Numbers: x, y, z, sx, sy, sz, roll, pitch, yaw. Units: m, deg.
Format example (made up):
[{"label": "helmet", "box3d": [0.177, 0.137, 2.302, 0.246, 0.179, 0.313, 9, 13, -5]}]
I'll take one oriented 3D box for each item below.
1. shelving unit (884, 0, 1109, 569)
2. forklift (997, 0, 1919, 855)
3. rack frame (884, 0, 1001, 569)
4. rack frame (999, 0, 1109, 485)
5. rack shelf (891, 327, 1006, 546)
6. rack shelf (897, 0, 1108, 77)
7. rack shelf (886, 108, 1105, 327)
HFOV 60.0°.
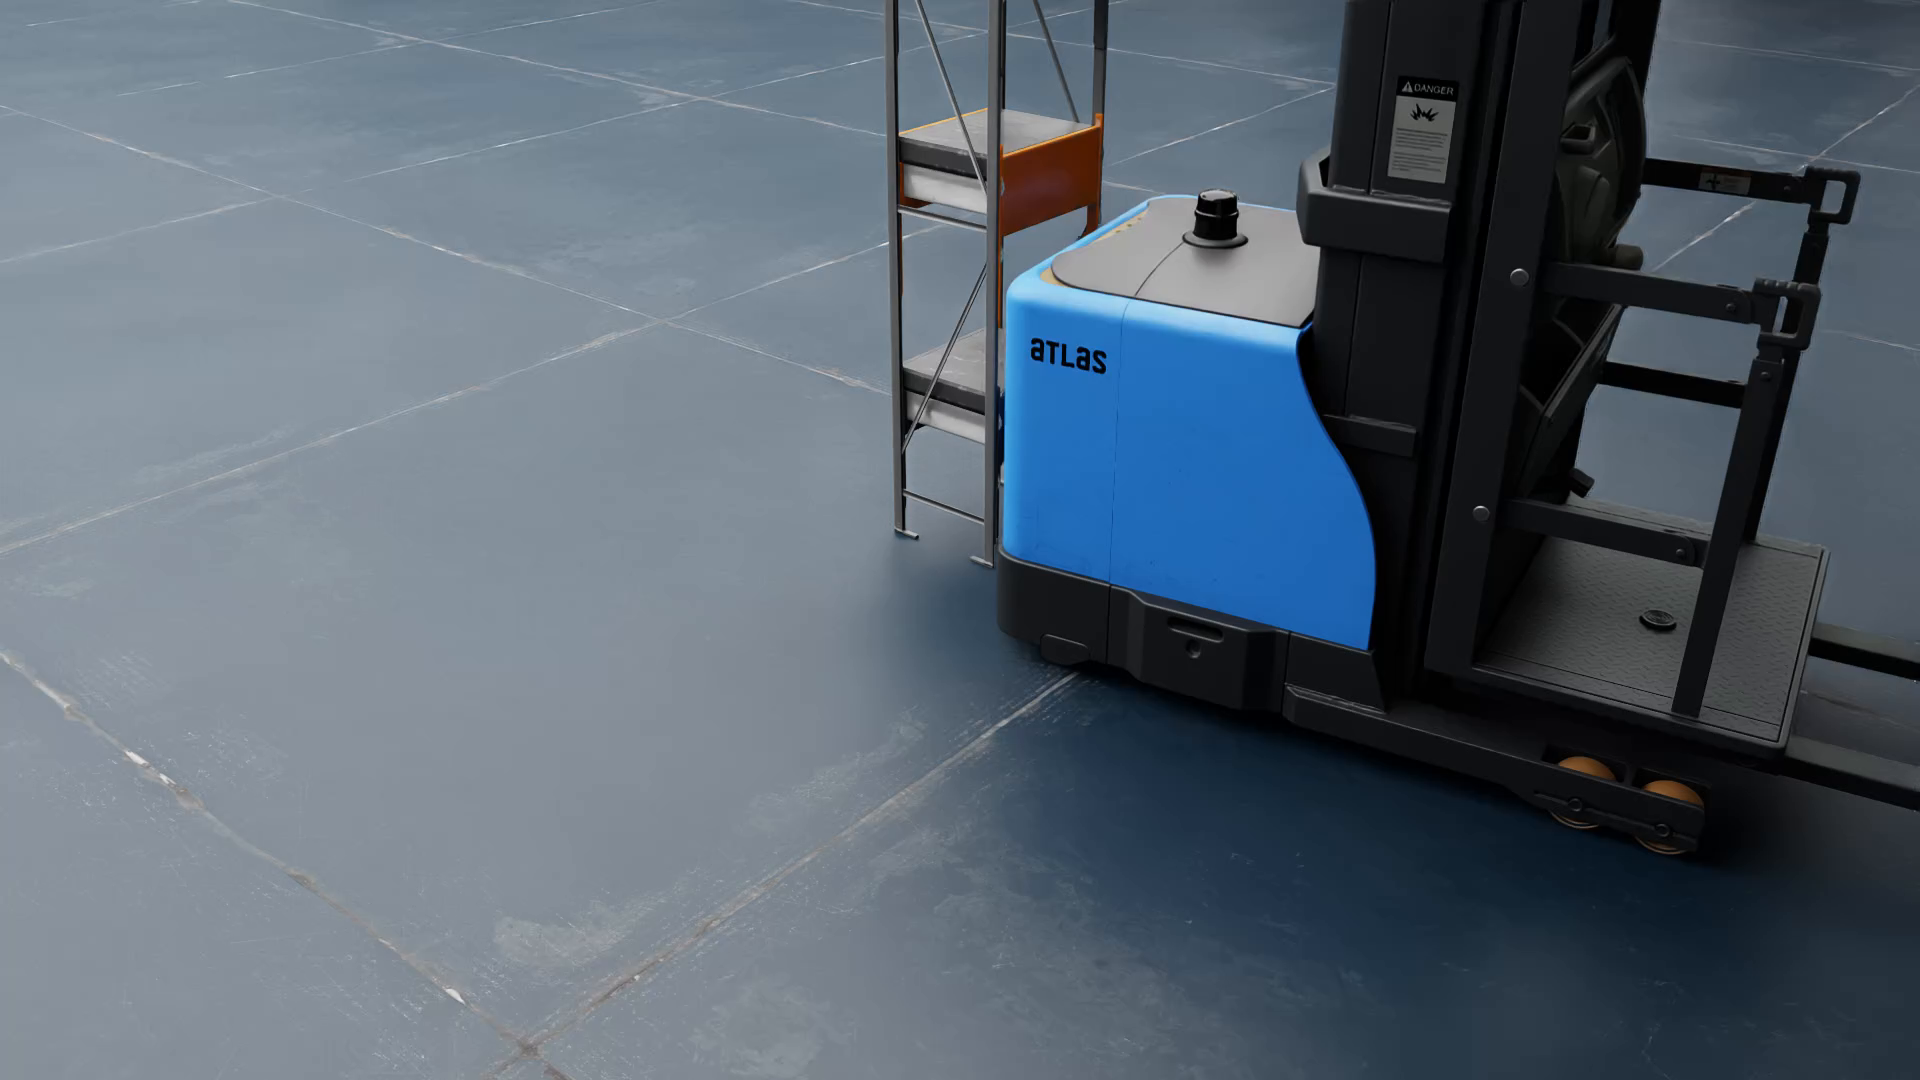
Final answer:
[{"label": "shelving unit", "box3d": [0.105, -0.991, 4.881, 0.431, 2.100, 0.503, 21, 34, 34]}, {"label": "forklift", "box3d": [1.639, -0.855, 3.713, 3.031, 2.935, 1.130, 15, 31, 26]}, {"label": "rack frame", "box3d": [-0.050, -0.905, 4.714, 0.400, 2.100, 0.015, 21, 34, 34]}, {"label": "rack frame", "box3d": [0.261, -1.078, 5.048, 0.400, 2.100, 0.015, 21, 34, 34]}, {"label": "rack shelf", "box3d": [0.105, -0.357, 5.209, 0.431, 0.518, 0.480, 21, 34, 34]}, {"label": "rack shelf", "box3d": [0.105, -1.601, 4.566, 0.431, 0.518, 0.480, 21, 34, 34]}, {"label": "rack shelf", "box3d": [0.105, -0.979, 4.887, 0.431, 0.518, 0.480, 21, 34, 34]}]
